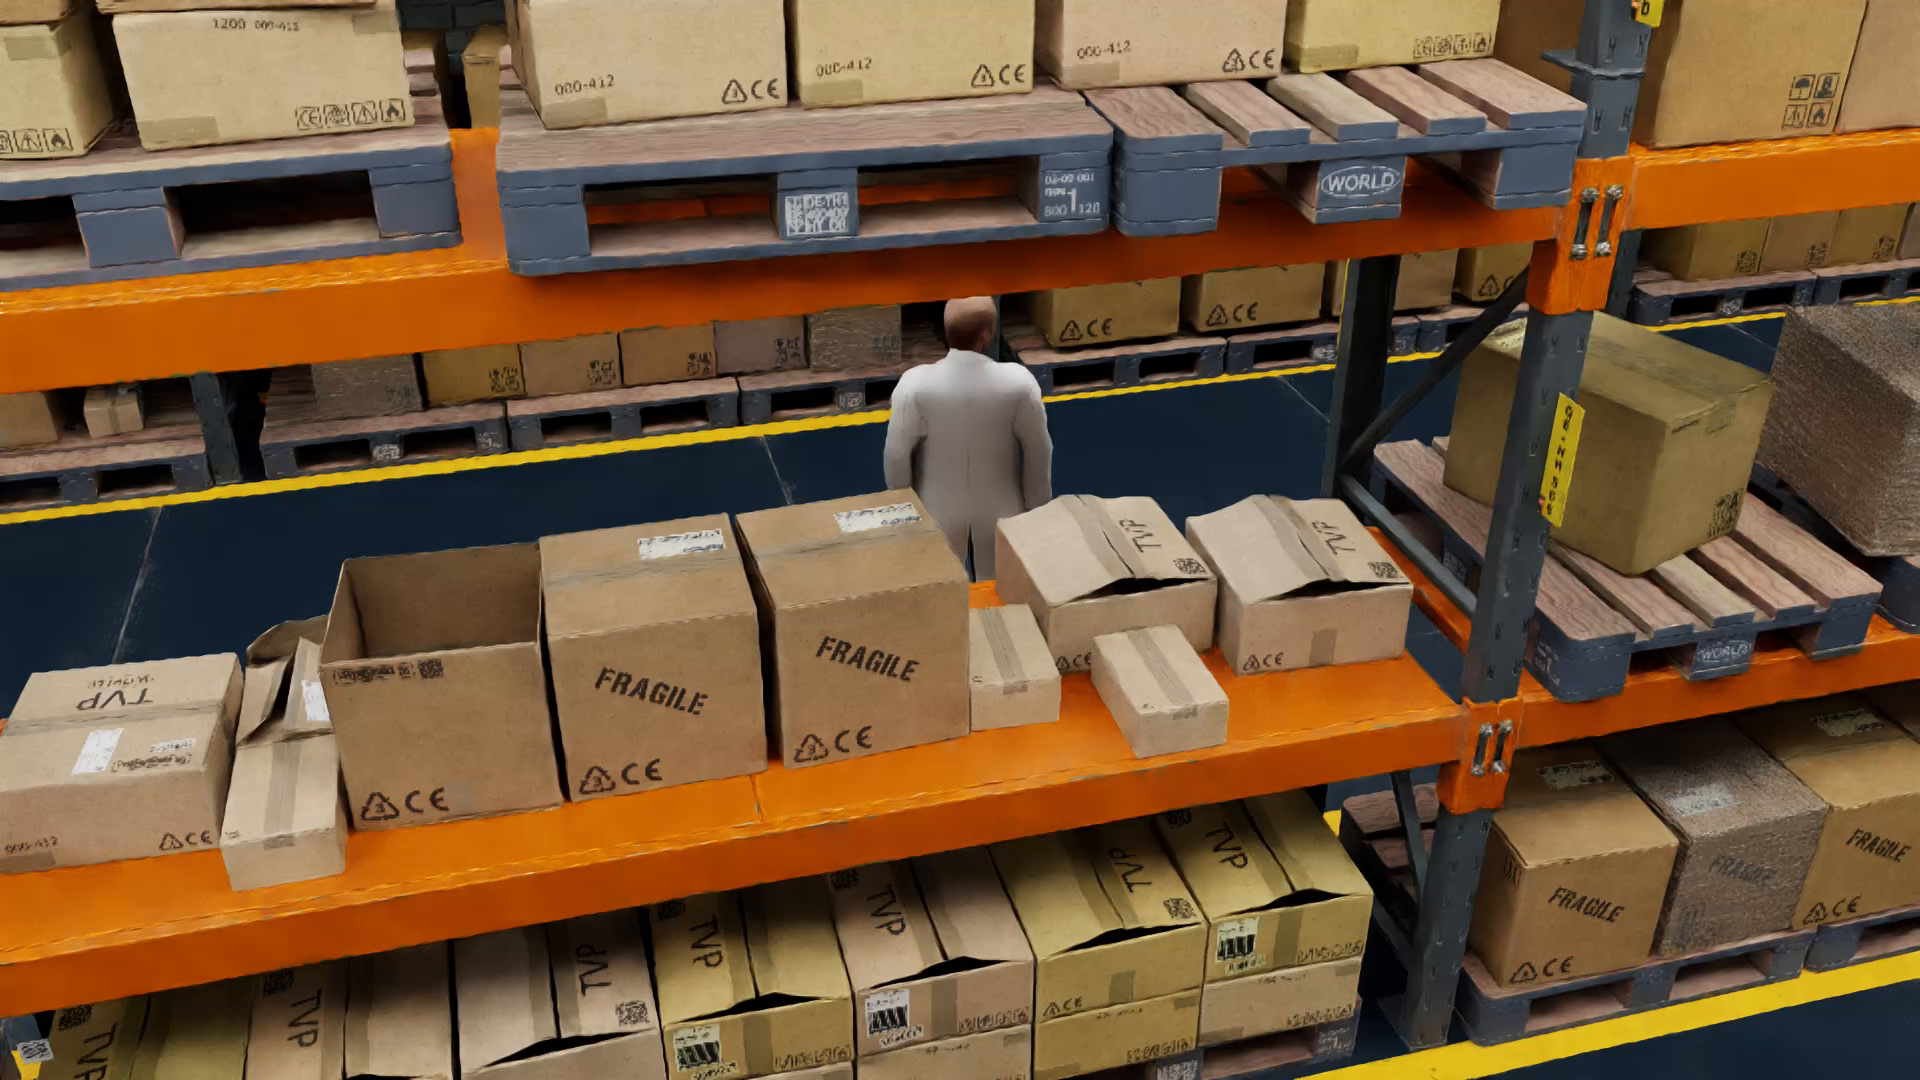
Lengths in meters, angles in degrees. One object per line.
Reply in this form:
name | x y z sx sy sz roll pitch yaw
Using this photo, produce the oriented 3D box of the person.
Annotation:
person | 0.031 -0.103 6.314 0.634 1.830 0.430 -2 30 -4
